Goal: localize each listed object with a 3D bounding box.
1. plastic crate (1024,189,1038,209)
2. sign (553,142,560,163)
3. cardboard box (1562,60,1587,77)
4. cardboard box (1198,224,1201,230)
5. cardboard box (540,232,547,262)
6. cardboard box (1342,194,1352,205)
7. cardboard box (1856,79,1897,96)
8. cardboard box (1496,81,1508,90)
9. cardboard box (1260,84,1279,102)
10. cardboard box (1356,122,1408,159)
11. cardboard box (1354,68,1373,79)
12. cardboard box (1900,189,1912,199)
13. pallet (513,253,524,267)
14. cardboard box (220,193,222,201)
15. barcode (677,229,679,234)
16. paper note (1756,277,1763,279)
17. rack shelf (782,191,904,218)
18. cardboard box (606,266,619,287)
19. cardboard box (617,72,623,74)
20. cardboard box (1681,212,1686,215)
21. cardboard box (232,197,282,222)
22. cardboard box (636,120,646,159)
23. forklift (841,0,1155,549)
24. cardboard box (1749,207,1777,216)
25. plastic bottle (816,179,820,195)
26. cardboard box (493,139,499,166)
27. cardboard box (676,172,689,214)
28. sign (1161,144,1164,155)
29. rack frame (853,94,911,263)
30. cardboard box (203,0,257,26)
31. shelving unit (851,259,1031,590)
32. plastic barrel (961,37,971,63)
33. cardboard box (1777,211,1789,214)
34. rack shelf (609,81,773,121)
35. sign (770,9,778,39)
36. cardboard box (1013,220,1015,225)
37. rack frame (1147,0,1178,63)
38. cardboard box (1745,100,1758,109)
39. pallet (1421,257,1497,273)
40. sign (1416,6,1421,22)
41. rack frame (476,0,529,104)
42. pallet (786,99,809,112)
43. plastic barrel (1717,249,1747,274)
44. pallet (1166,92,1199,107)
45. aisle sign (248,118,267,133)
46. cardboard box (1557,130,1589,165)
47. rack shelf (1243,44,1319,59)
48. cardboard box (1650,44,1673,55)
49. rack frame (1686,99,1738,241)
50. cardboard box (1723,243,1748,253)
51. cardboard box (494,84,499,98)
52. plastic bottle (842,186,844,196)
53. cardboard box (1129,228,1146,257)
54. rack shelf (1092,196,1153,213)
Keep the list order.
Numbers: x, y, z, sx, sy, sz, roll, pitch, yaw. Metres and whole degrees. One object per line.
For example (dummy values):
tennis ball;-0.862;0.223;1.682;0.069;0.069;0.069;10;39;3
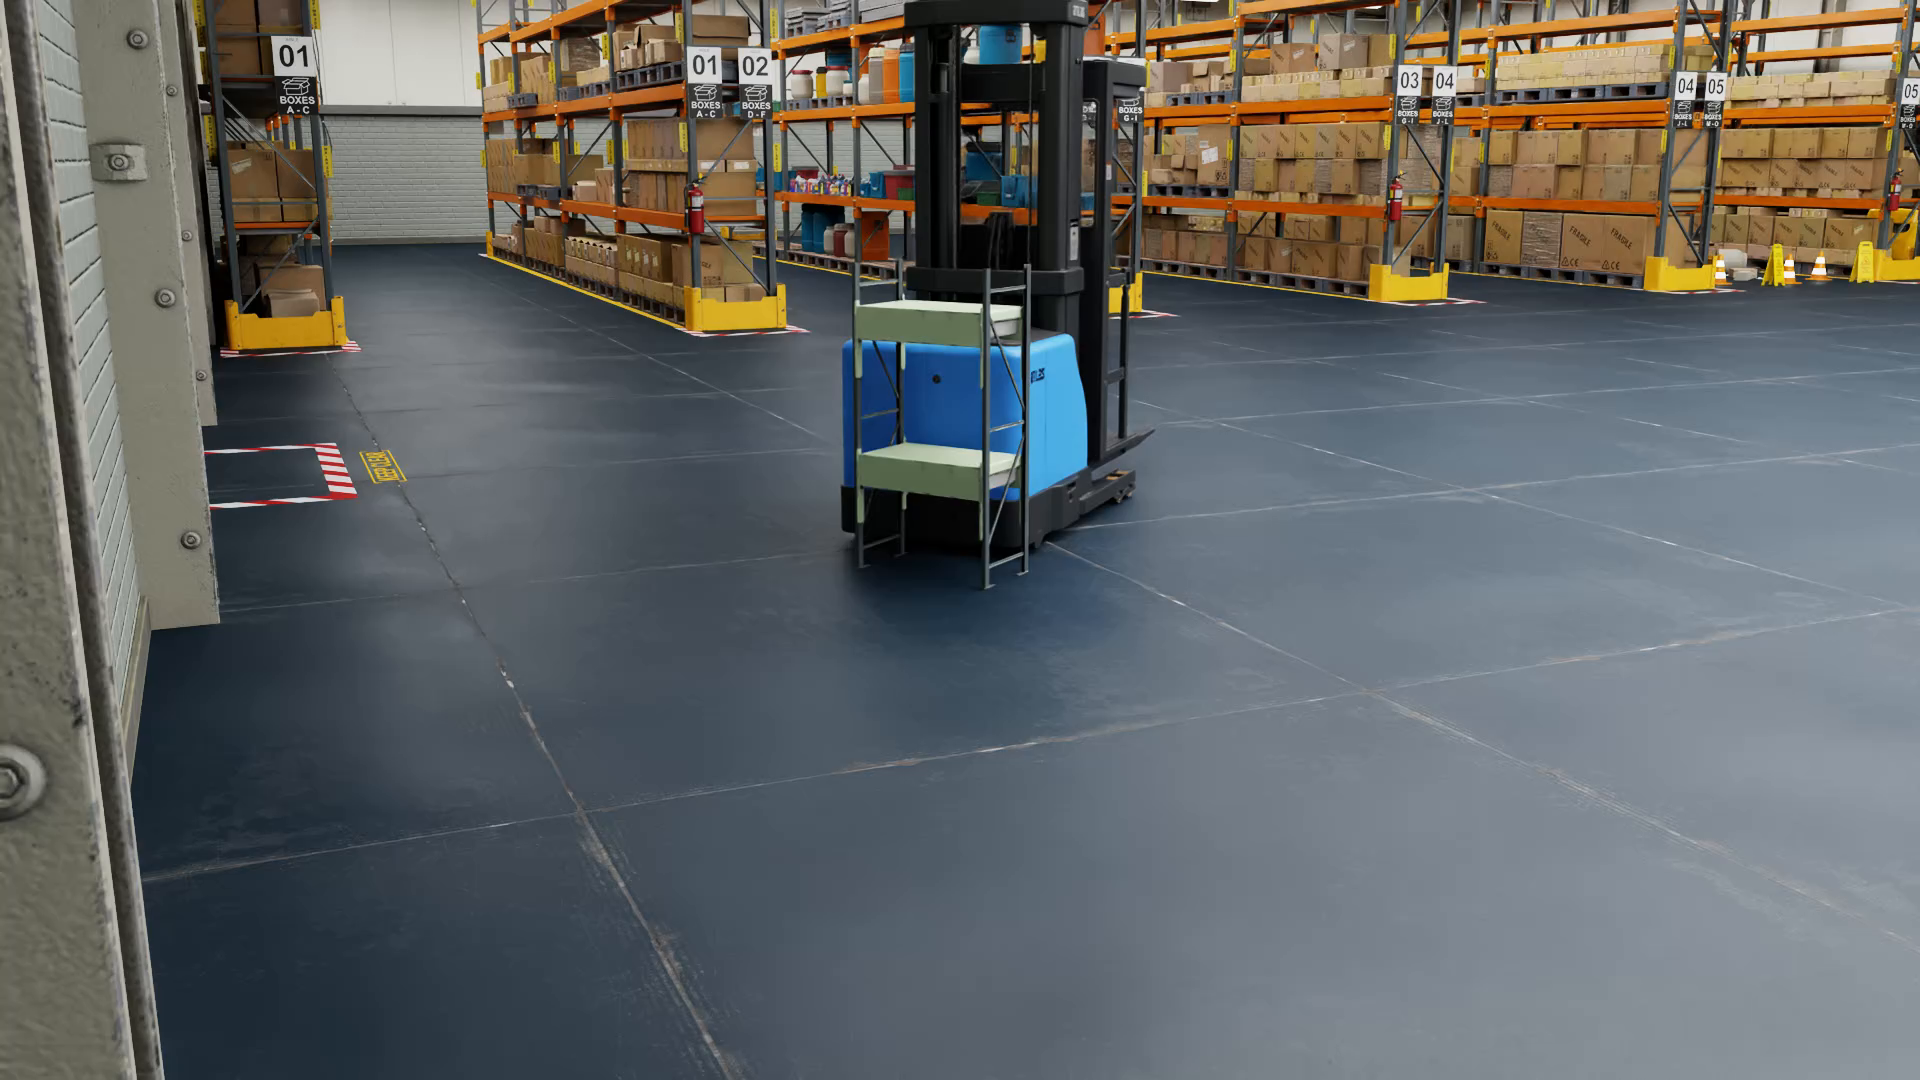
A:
plastic crate;1.146;-4.570;22.292;0.499;0.251;0.408;-6;14;-23
sign;-6.363;-6.112;26.233;0.100;0.325;0.005;-6;14;-23
cardboard box;9.945;-7.479;26.401;0.500;0.250;0.500;-5;14;-22
cardboard box;5.520;-6.951;36.982;0.380;0.149;0.250;-5;14;-22
cardboard box;-6.882;-5.021;28.478;0.500;0.500;0.500;-6;14;-25
cardboard box;5.777;-4.948;24.154;0.380;0.149;0.250;-6;14;-23
cardboard box;15.042;-7.388;27.160;0.500;0.250;0.500;-6;14;-24
cardboard box;9.230;-7.618;27.886;0.380;0.149;0.250;-6;14;-24
cardboard box;4.973;-6.868;25.574;0.500;0.250;0.500;-6;14;-23
cardboard box;5.967;-5.651;23.533;0.500;0.500;0.500;-6;14;-23
cardboard box;5.809;-6.601;23.536;0.380;0.149;0.250;-6;14;-25
cardboard box;15.547;-5.740;27.576;0.380;0.149;0.250;-6;14;-23
pallet;-7.746;-5.247;31.073;1.003;0.211;1.213;-6;14;-23
cardboard box;-11.240;-5.325;25.740;0.380;0.149;0.250;-6;14;-25
barcode;-3.988;-4.366;23.518;0.001;0.075;0.075;-6;14;-23
paper note;13.291;-4.343;27.565;0.148;0.019;0.142;-12;18;-42
rack shelf;-2.131;-6.147;30.371;1.077;0.370;4.000;-6;14;-23
cardboard box;-4.699;-3.735;23.524;0.500;0.250;0.500;-6;14;-24
cardboard box;-4.505;-6.532;23.189;0.500;0.250;0.500;-4;14;-17
cardboard box;16.268;-7.311;36.980;0.380;0.149;0.250;-6;15;-26
cardboard box;-7.567;-3.552;17.853;0.500;0.250;0.500;-5;14;-22
cardboard box;-3.880;-5.296;22.002;0.700;0.500;0.500;-6;14;-23
forklift;0.409;-1.672;9.593;1.130;2.935;3.031;5;14;22
cardboard box;14.193;-5.807;29.375;0.380;0.149;0.250;-5;14;-20
plastic bottle;-2.571;-6.432;30.293;0.097;0.271;0.097;0;13;0
cardboard box;-8.726;-7.499;32.181;0.500;0.500;0.500;-5;14;-22
cardboard box;-3.055;-4.239;20.311;0.700;0.500;0.500;-5;14;-22
sign;3.702;-7.108;30.536;0.100;0.325;0.005;-6;14;-23
rack frame;-1.329;-6.084;28.505;1.000;3.000;0.127;-6;14;-23
cardboard box;-7.615;-5.609;17.315;0.500;0.500;0.500;-5;14;-20
shelving unit;-0.091;-0.577;8.035;0.755;1.500;0.431;8;15;32
plastic barrel;-0.130;-7.049;24.908;0.600;0.901;0.708;-6;14;-23
cardboard box;17.342;-6.659;35.323;0.875;0.625;0.625;-5;14;-21
rack shelf;-3.466;-5.509;20.962;1.077;0.370;4.000;-6;14;-23
sign;-2.154;-5.959;19.199;0.100;0.325;0.005;-6;14;-23
cardboard box;1.415;-6.671;34.821;0.875;0.875;0.875;-6;14;-23
rack frame;4.589;-11.534;38.748;1.000;3.000;0.127;-6;14;-23
cardboard box;14.109;-7.697;29.378;0.380;0.149;0.250;-5;14;-21
pallet;9.018;-4.926;29.686;1.003;0.211;1.213;-6;14;-23
sign;10.168;-11.663;36.881;0.100;0.325;0.005;-6;14;-23
rack frame;-9.074;-10.213;33.040;1.000;3.000;0.127;-6;14;-23
pallet;-2.528;-8.127;31.097;1.213;0.211;1.003;-6;14;-23
plastic barrel;13.279;-4.808;28.707;0.512;0.421;0.421;4;14;16
pallet;4.243;-7.426;28.067;1.213;0.211;1.003;-6;14;-23
aisle sign;-13.365;-8.150;31.668;0.394;0.787;0.004;-6;14;-23
cardboard box;10.149;-6.316;26.780;0.875;0.550;0.500;-6;14;-23
rack shelf;6.993;-9.749;33.518;1.077;0.370;4.000;-6;14;-23
cardboard box;10.553;-7.325;24.851;0.380;0.149;0.250;-5;14;-22
rack frame;13.891;-6.600;30.734;1.000;3.000;0.127;-6;14;-23
cardboard box;14.104;-5.209;29.893;0.500;0.250;0.500;-5;14;-20
cardboard box;-8.510;-8.482;31.437;0.500;0.250;0.500;-6;14;-23
plastic bottle;-2.004;-6.105;29.038;0.097;0.201;0.097;0;13;0
cardboard box;3.495;-5.391;30.079;0.700;0.500;0.500;-6;15;-26
rack shelf;2.408;-6.594;32.304;1.077;0.370;4.000;-6;14;-23
